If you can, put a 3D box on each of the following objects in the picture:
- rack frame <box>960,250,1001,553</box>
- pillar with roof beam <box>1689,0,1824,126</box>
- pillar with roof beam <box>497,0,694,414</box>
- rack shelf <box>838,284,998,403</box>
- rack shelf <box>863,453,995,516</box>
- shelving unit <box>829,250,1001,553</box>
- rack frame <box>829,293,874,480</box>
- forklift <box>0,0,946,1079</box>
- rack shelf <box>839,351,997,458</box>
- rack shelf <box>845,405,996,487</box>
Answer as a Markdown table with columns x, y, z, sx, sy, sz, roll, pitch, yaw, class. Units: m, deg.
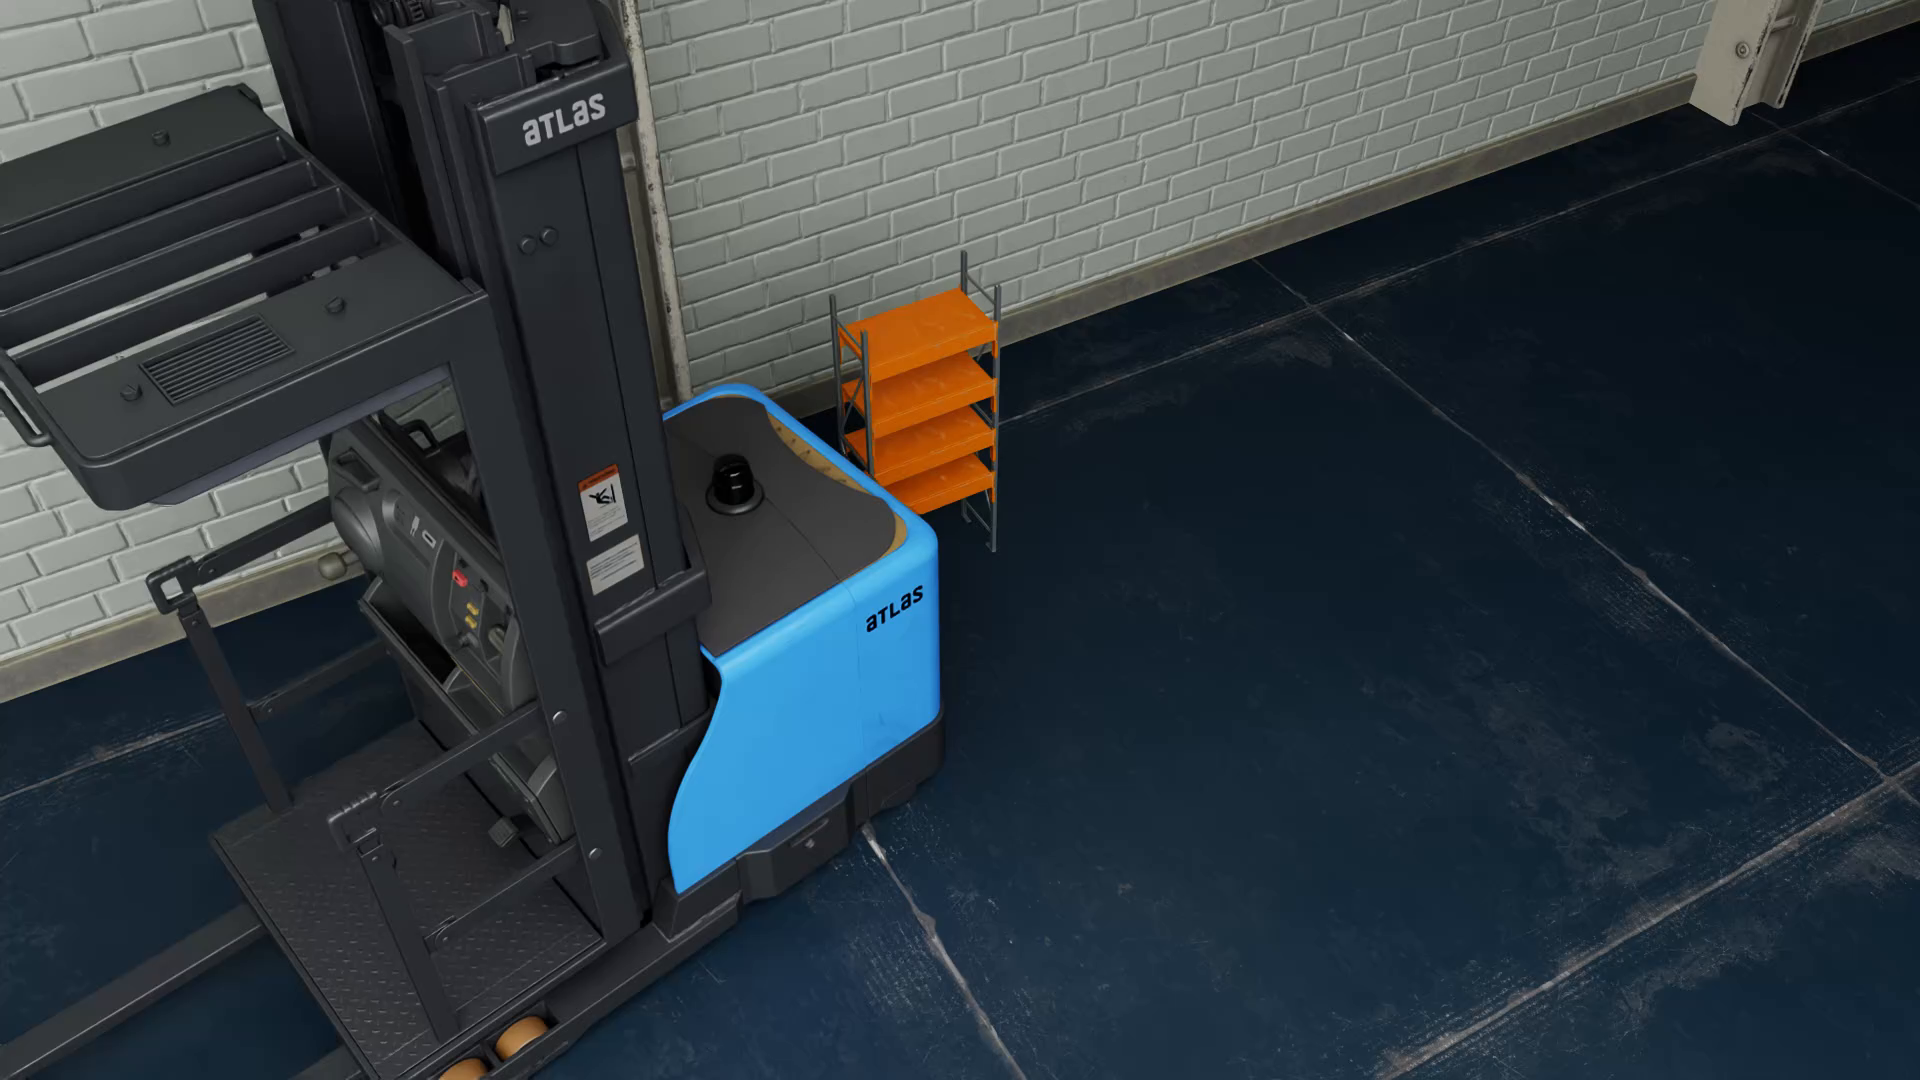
| x | y | z | sx | sy | sz | roll | pitch | yaw | class |
| --- | --- | --- | --- | --- | --- | --- | --- | --- | --- |
| 0.068 | -0.458 | 5.860 | 0.015 | 1.200 | 0.240 | -22 | 48 | -21 | rack frame |
| 6.134 | -2.884 | 2.761 | 0.400 | 9.000 | 9.100 | -22 | 48 | -21 | pillar with roof beam |
| 0.932 | -0.803 | 0.616 | 0.400 | 9.000 | 9.100 | -22 | 48 | -21 | pillar with roof beam |
| -0.144 | -0.655 | 5.499 | 0.480 | 0.148 | 0.258 | -22 | 48 | -21 | rack shelf |
| -0.144 | -0.182 | 5.958 | 0.480 | 0.148 | 0.258 | -22 | 48 | -21 | rack shelf |
| -0.144 | -0.373 | 5.773 | 0.503 | 1.200 | 0.258 | -22 | 48 | -21 | shelving unit |
| -0.355 | -0.288 | 5.686 | 0.015 | 1.200 | 0.240 | -22 | 48 | -21 | rack frame |
| -1.483 | 0.130 | 4.012 | 3.031 | 2.935 | 1.130 | -32 | 52 | -28 | forklift |
| -0.144 | -0.485 | 5.664 | 0.480 | 0.148 | 0.258 | -22 | 48 | -21 | rack shelf |
| -0.144 | -0.325 | 5.820 | 0.480 | 0.148 | 0.258 | -22 | 48 | -21 | rack shelf |
